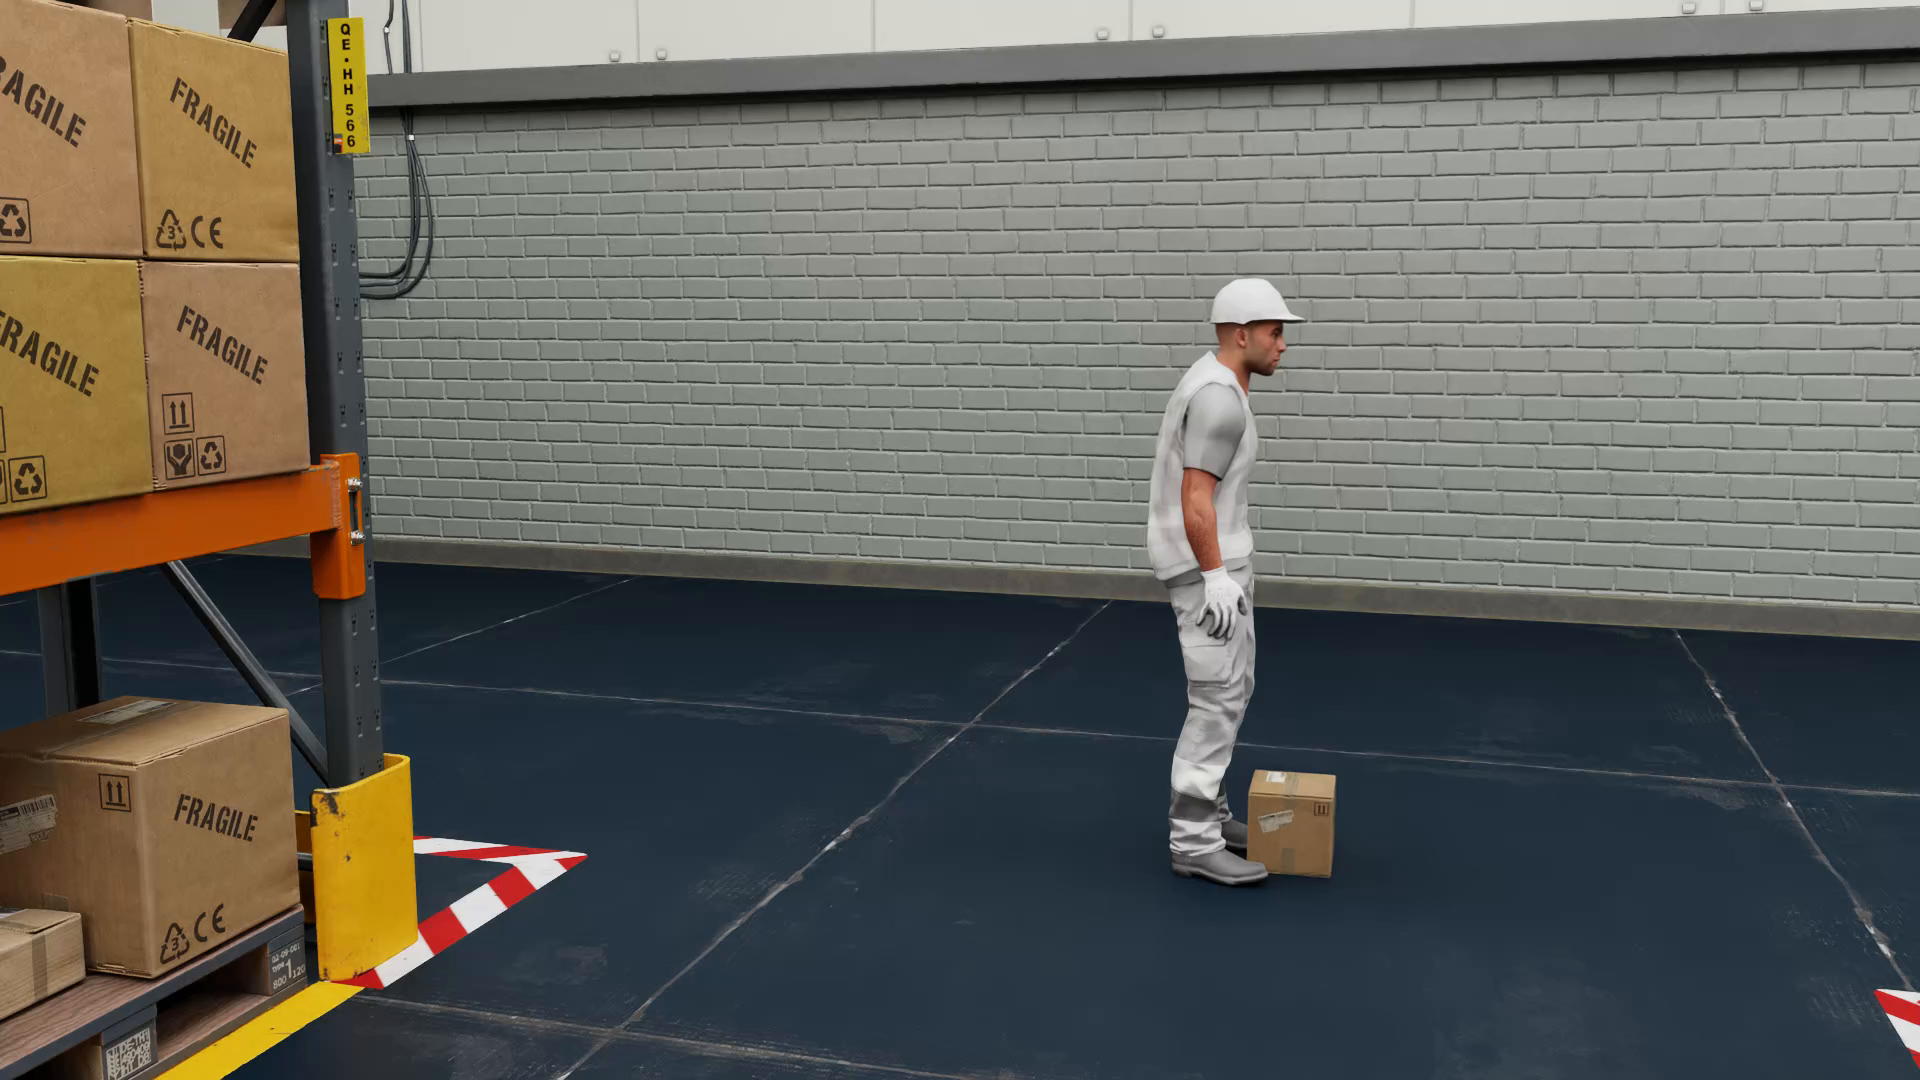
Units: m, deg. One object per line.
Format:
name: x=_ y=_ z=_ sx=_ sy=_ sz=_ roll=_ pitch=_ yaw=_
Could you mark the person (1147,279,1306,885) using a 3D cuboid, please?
person: x=0.796 y=0.106 z=5.049 sx=0.451 sy=1.778 sz=0.600 roll=2 pitch=8 yaw=14
